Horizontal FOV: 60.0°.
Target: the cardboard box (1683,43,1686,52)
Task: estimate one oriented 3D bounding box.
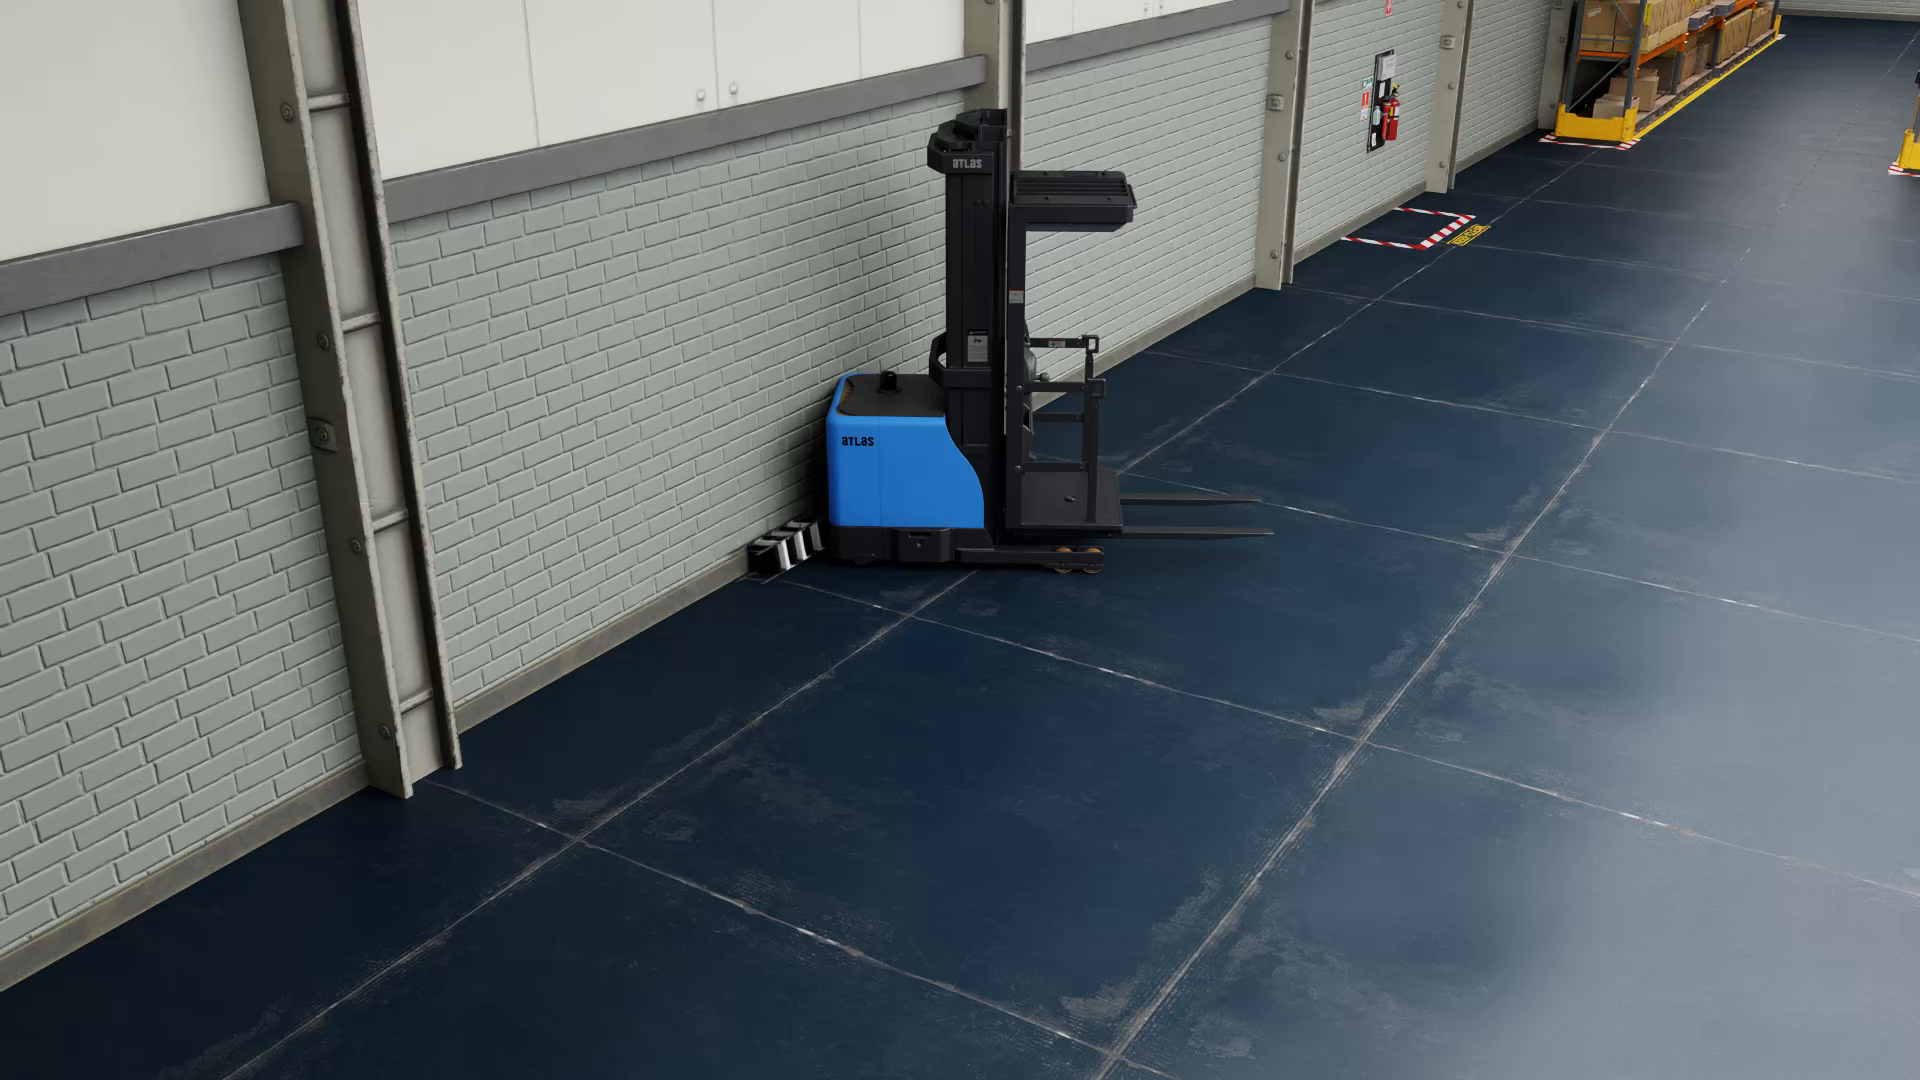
[{"bbox_3d":[13.102,-9.138,30.732,0.500,0.250,0.500,13,27,27],"label":"cardboard box"}]

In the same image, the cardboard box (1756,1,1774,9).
[{"bbox_3d":[18.360,-12.216,37.995,0.380,0.149,0.250,14,27,28],"label":"cardboard box"}]

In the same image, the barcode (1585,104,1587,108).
[{"bbox_3d":[10.228,-7.088,27.167,0.001,0.075,0.075,14,27,29],"label":"barcode"}]

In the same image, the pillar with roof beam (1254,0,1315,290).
[{"bbox_3d":[7.079,-6.030,14.352,9.100,9.000,0.400,14,27,29],"label":"pillar with roof beam"}]

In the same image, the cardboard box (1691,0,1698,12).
[{"bbox_3d":[12.826,-9.761,29.843,0.700,0.500,0.500,17,29,34],"label":"cardboard box"}]

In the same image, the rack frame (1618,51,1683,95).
[{"bbox_3d":[12.227,-9.162,29.137,1.000,3.000,0.127,14,27,29],"label":"rack frame"}]

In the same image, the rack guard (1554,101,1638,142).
[{"bbox_3d":[10.157,-6.690,26.575,1.175,0.500,0.348,14,27,29],"label":"rack guard"}]

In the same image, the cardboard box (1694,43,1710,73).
[{"bbox_3d":[14.002,-9.313,32.079,0.700,0.500,0.500,14,27,30],"label":"cardboard box"}]

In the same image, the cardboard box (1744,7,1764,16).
[{"bbox_3d":[17.540,-11.690,36.778,0.380,0.149,0.250,13,27,27],"label":"cardboard box"}]

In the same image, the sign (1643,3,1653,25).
[{"bbox_3d":[10.578,-8.095,25.584,0.100,0.325,0.005,14,27,29],"label":"sign"}]

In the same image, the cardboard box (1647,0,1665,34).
[{"bbox_3d":[10.894,-8.359,26.503,0.500,0.500,0.500,14,27,29],"label":"cardboard box"}]

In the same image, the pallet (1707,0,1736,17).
[{"bbox_3d":[14.052,-10.161,31.687,1.213,0.211,1.003,14,27,29],"label":"pallet"}]

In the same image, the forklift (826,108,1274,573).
[{"bbox_3d":[0.630,-1.336,11.148,3.031,2.935,1.130,1,23,2],"label":"forklift"}]

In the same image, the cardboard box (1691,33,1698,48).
[{"bbox_3d":[13.648,-9.477,31.516,0.500,0.250,0.500,14,27,30],"label":"cardboard box"}]

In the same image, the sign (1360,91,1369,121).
[{"bbox_3d":[4.872,-5.229,20.009,0.001,0.329,0.234,14,27,29],"label":"sign"}]

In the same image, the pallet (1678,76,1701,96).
[{"bbox_3d":[13.279,-8.558,31.254,1.003,0.211,1.213,14,27,29],"label":"pallet"}]

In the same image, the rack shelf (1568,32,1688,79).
[{"bbox_3d":[11.172,-8.157,27.721,1.077,0.370,4.000,14,27,29],"label":"rack shelf"}]

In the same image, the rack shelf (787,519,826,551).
[{"bbox_3d":[-1.068,-0.035,11.513,0.258,0.200,0.077,3,22,33],"label":"rack shelf"}]

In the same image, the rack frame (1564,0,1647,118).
[{"bbox_3d":[10.117,-7.812,26.019,1.000,3.000,0.127,14,27,29],"label":"rack frame"}]

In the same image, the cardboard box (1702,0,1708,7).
[{"bbox_3d":[13.460,-10.174,30.795,0.700,0.500,0.500,14,27,29],"label":"cardboard box"}]

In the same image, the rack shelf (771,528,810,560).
[{"bbox_3d":[-1.162,0.026,11.373,0.258,0.200,0.077,3,22,33],"label":"rack shelf"}]

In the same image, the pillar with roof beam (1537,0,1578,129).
[{"bbox_3d":[13.409,-10.080,23.708,9.100,9.000,0.400,14,27,29],"label":"pillar with roof beam"}]

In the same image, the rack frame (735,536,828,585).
[{"bbox_3d":[-1.165,0.133,11.378,0.240,0.006,0.900,3,22,33],"label":"rack frame"}]

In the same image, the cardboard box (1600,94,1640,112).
[{"bbox_3d":[10.859,-7.187,27.406,0.500,0.311,0.500,16,28,33],"label":"cardboard box"}]

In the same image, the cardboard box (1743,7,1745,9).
[{"bbox_3d":[17.232,-11.781,36.989,0.380,0.149,0.250,14,27,29],"label":"cardboard box"}]

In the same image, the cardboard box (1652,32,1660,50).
[{"bbox_3d":[10.906,-8.028,26.683,0.500,0.250,0.500,13,27,27],"label":"cardboard box"}]

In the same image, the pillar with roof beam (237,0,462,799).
[{"bbox_3d":[0.749,-1.980,4.996,9.100,9.000,0.400,14,27,29],"label":"pillar with roof beam"}]

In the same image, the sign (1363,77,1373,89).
[{"bbox_3d":[4.881,-5.472,19.903,0.001,0.109,0.331,14,27,29],"label":"sign"}]

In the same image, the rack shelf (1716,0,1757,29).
[{"bbox_3d":[15.392,-10.857,33.958,1.077,0.370,4.000,14,27,29],"label":"rack shelf"}]

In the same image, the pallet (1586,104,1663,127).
[{"bbox_3d":[11.260,-7.235,28.196,1.003,0.211,1.213,14,27,29],"label":"pallet"}]

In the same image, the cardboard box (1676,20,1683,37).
[{"bbox_3d":[11.965,-8.712,28.263,0.500,0.250,0.500,14,27,29],"label":"cardboard box"}]

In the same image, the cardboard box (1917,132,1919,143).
[{"bbox_3d":[14.360,-5.949,24.648,0.500,0.250,0.500,14,27,29],"label":"cardboard box"}]

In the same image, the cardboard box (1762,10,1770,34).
[{"bbox_3d":[18.009,-11.831,37.922,0.700,0.500,0.500,14,27,29],"label":"cardboard box"}]

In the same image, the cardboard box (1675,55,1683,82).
[{"bbox_3d":[12.831,-8.653,30.556,0.700,0.500,0.500,13,27,28],"label":"cardboard box"}]

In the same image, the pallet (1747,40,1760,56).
[{"bbox_3d":[16.915,-10.822,36.484,1.003,0.211,1.213,14,27,29],"label":"pallet"}]

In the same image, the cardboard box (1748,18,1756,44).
[{"bbox_3d":[16.929,-11.138,36.321,0.700,0.500,0.500,14,27,30],"label":"cardboard box"}]

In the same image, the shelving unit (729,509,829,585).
[{"bbox_3d":[-1.179,0.037,11.347,0.258,0.210,0.900,3,22,33],"label":"shelving unit"}]

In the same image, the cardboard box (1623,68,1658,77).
[{"bbox_3d":[11.714,-7.858,28.718,0.500,0.500,0.500,12,26,25],"label":"cardboard box"}]

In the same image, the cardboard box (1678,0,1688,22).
[{"bbox_3d":[11.982,-9.052,28.104,0.500,0.500,0.500,14,27,29],"label":"cardboard box"}]

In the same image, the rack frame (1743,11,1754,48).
[{"bbox_3d":[16.447,-11.862,35.375,1.000,3.000,0.127,14,27,29],"label":"rack frame"}]

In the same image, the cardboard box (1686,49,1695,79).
[{"bbox_3d":[13.393,-8.989,31.332,0.700,0.500,0.500,14,27,29],"label":"cardboard box"}]

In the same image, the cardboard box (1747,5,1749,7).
[{"bbox_3d":[17.502,-11.954,37.388,0.380,0.149,0.250,14,27,29],"label":"cardboard box"}]

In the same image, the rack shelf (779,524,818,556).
[{"bbox_3d":[-1.115,-0.005,11.443,0.258,0.200,0.077,3,22,33],"label":"rack shelf"}]

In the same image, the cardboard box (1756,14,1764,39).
[{"bbox_3d":[17.469,-11.480,37.110,0.700,0.500,0.500,15,27,30],"label":"cardboard box"}]

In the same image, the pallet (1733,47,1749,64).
[{"bbox_3d":[16.104,-10.306,35.290,1.003,0.211,1.213,14,27,29],"label":"pallet"}]

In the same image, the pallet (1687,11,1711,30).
[{"bbox_3d":[12.754,-9.301,29.701,1.003,0.211,1.213,14,27,29],"label":"pallet"}]

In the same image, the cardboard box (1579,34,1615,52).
[{"bbox_3d":[10.199,-7.950,26.503,0.500,0.250,0.500,14,27,30],"label":"cardboard box"}]

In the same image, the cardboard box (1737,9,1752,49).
[{"bbox_3d":[16.215,-10.821,35.149,0.750,0.750,0.750,14,27,30],"label":"cardboard box"}]

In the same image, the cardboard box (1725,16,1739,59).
[{"bbox_3d":[15.304,-10.233,33.789,0.750,0.750,0.750,14,27,29],"label":"cardboard box"}]

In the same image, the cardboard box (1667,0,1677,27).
[{"bbox_3d":[11.434,-8.709,27.311,0.500,0.500,0.500,15,27,31],"label":"cardboard box"}]

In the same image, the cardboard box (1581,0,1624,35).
[{"bbox_3d":[10.185,-8.300,26.366,0.500,0.500,0.500,14,27,28],"label":"cardboard box"}]

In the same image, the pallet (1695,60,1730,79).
[{"bbox_3d":[14.817,-9.482,33.388,1.003,0.211,1.213,14,27,29],"label":"pallet"}]

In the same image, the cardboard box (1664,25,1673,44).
[{"bbox_3d":[11.449,-8.369,27.471,0.500,0.250,0.500,14,27,29],"label":"cardboard box"}]

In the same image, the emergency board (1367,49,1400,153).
[{"bbox_3d":[5.251,-5.378,20.397,0.194,1.169,0.643,14,27,29],"label":"emergency board"}]

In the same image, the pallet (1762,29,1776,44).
[{"bbox_3d":[18.202,-11.646,38.386,1.003,0.211,1.213,14,27,29],"label":"pallet"}]
